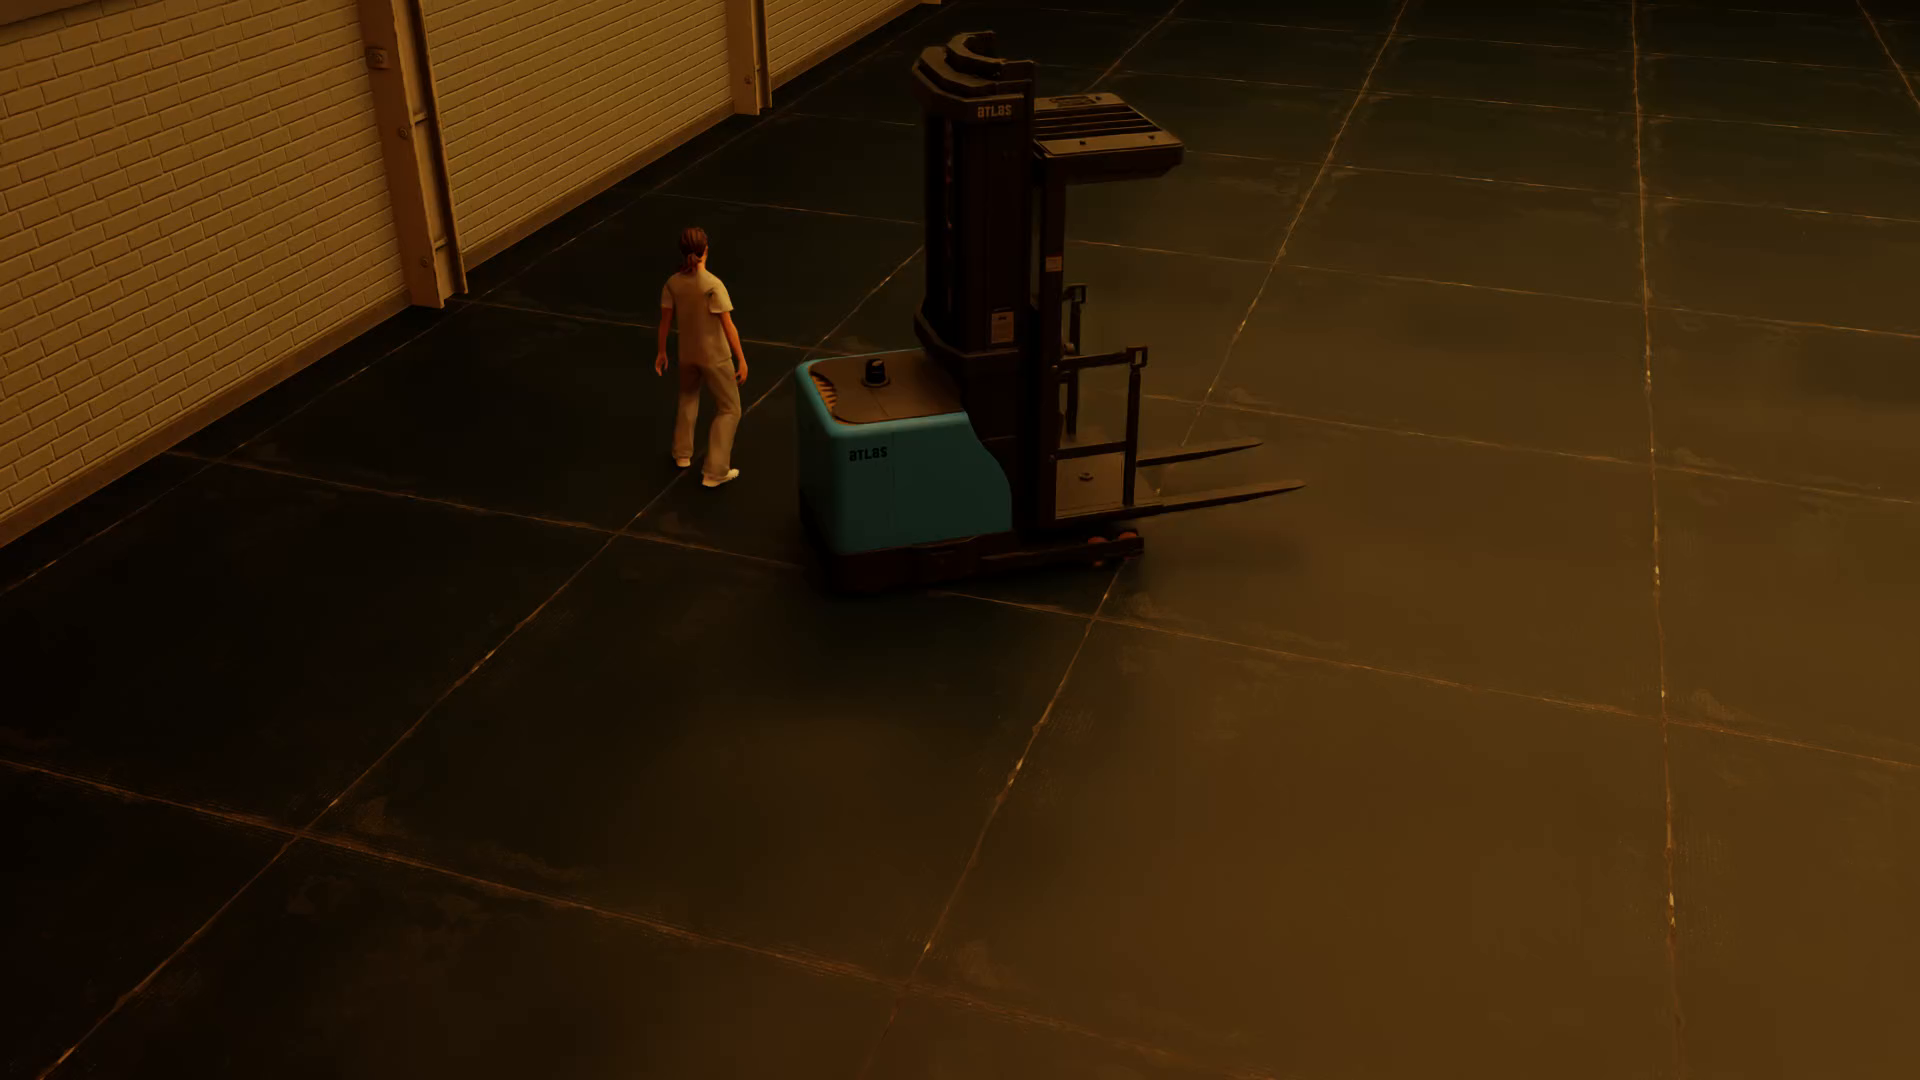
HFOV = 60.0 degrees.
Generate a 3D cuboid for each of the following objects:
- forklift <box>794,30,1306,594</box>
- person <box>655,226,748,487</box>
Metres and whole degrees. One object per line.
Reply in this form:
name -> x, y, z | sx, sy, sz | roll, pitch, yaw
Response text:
forklift -> 0.590, -1.368, 9.536 | 3.031, 2.935, 1.130 | -8, 31, -14
person -> -1.645, -1.145, 10.490 | 0.782, 1.644, 0.414 | 17, 34, 27
